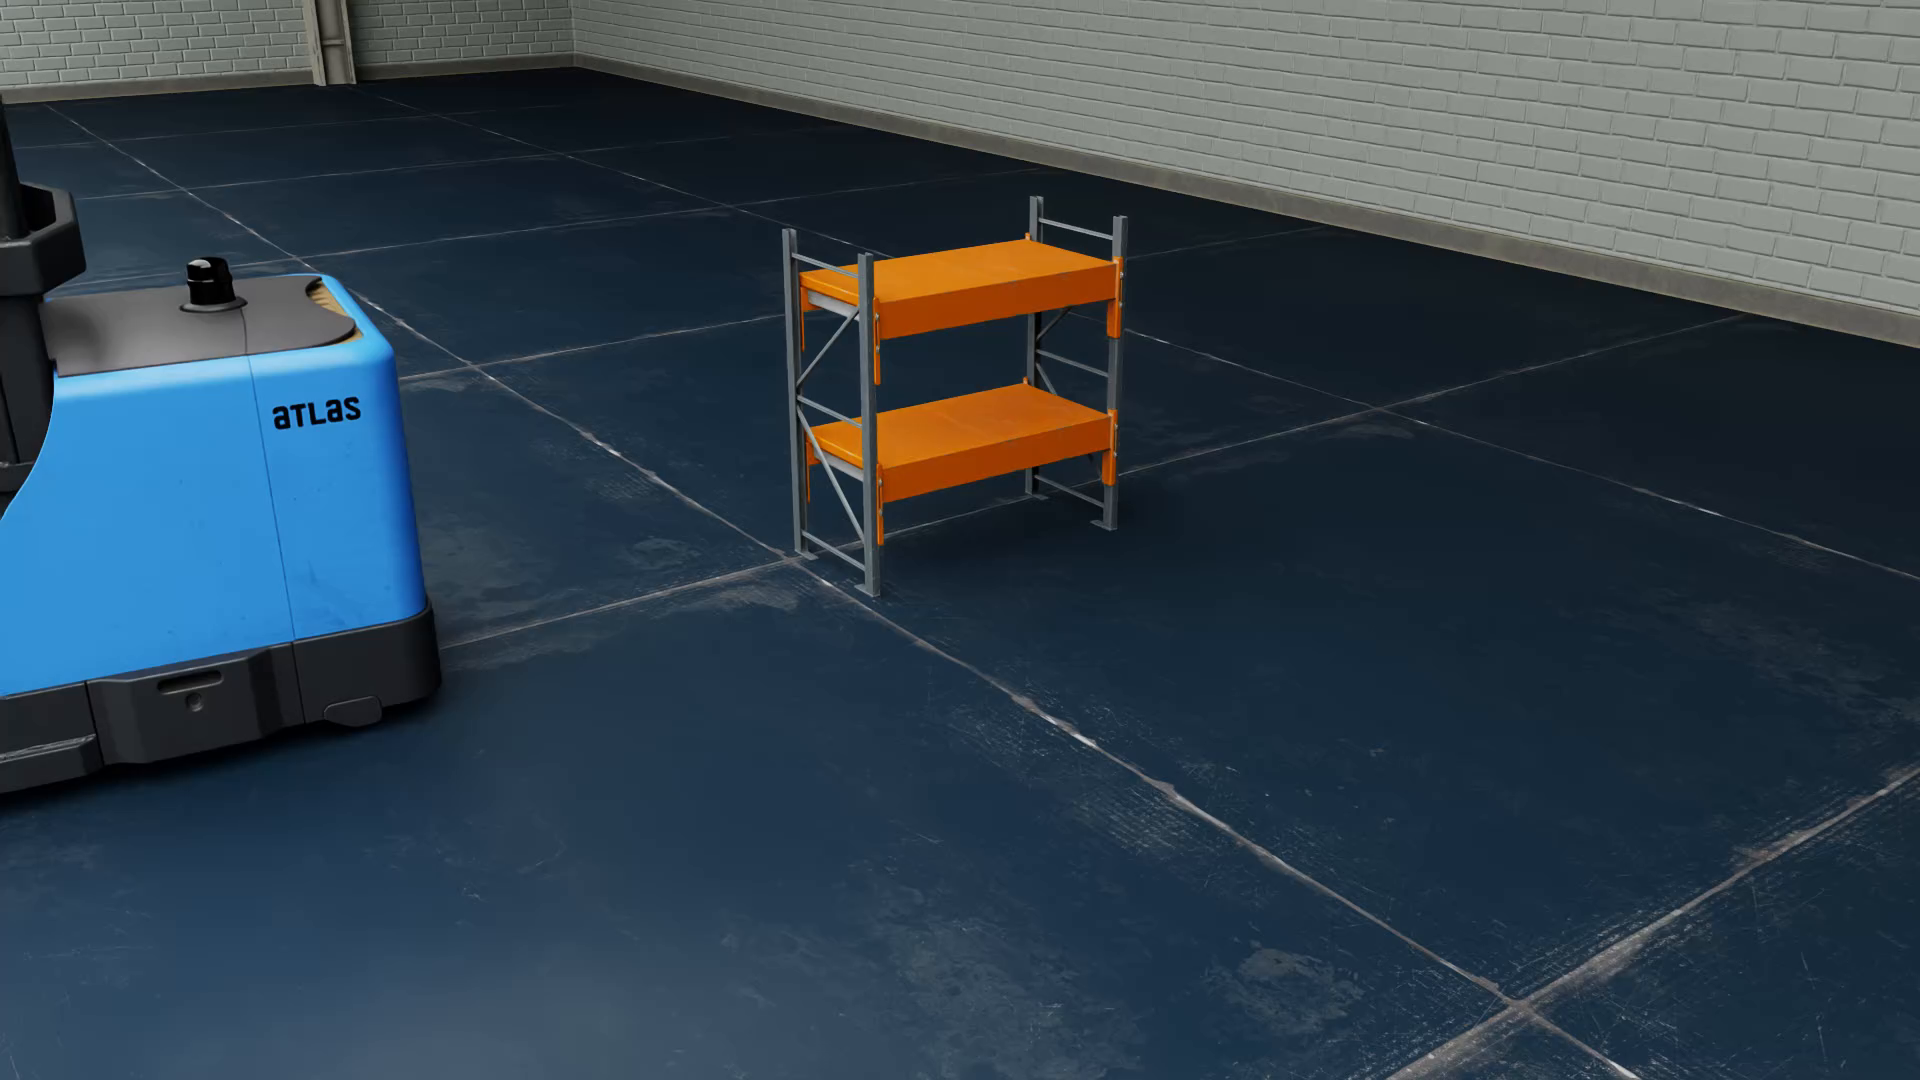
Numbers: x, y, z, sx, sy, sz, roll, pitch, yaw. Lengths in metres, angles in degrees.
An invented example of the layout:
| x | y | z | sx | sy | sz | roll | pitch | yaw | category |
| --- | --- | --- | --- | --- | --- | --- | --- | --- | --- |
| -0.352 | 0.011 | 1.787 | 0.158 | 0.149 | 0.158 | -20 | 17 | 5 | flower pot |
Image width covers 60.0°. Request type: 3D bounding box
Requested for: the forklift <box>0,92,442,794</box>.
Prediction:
| x | y | z | sx | sy | sz | roll | pitch | yaw | category |
| --- | --- | --- | --- | --- | --- | --- | --- | --- | --- |
| -3.005 | -0.774 | 3.882 | 3.031 | 2.935 | 1.130 | -11 | 24 | -26 | forklift |

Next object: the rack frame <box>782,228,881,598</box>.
| x | y | z | sx | sy | sz | roll | pitch | yaw | category |
| --- | --- | --- | --- | --- | --- | --- | --- | --- | --- |
| -0.418 | -0.411 | 5.408 | 0.032 | 1.125 | 0.500 | -15 | 26 | -33 | rack frame |

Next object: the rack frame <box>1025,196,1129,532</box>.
| x | y | z | sx | sy | sz | roll | pitch | yaw | category |
| --- | --- | --- | --- | --- | --- | --- | --- | --- | --- |
| 0.407 | -0.631 | 5.960 | 0.032 | 1.125 | 0.500 | -15 | 26 | -33 | rack frame |

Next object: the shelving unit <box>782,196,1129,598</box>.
| x | y | z | sx | sy | sz | roll | pitch | yaw | category |
| --- | --- | --- | --- | --- | --- | --- | --- | --- | --- |
| -0.005 | -0.521 | 5.684 | 1.048 | 1.125 | 0.538 | -15 | 26 | -33 | shelving unit |

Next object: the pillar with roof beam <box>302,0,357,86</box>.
| x | y | z | sx | sy | sz | roll | pitch | yaw | category |
| --- | --- | --- | --- | --- | --- | --- | --- | --- | --- |
| -4.587 | -8.073 | 13.987 | 0.400 | 9.000 | 9.100 | -15 | 26 | -33 | pillar with roof beam |

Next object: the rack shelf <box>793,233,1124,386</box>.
| x | y | z | sx | sy | sz | roll | pitch | yaw | category |
| --- | --- | --- | --- | --- | --- | --- | --- | --- | --- |
| -0.005 | -0.793 | 5.576 | 1.000 | 0.278 | 0.538 | -15 | 26 | -33 | rack shelf |

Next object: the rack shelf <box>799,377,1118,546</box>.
| x | y | z | sx | sy | sz | roll | pitch | yaw | category |
| --- | --- | --- | --- | --- | --- | --- | --- | --- | --- |
| -0.005 | -0.294 | 5.775 | 1.000 | 0.278 | 0.538 | -15 | 26 | -33 | rack shelf |
